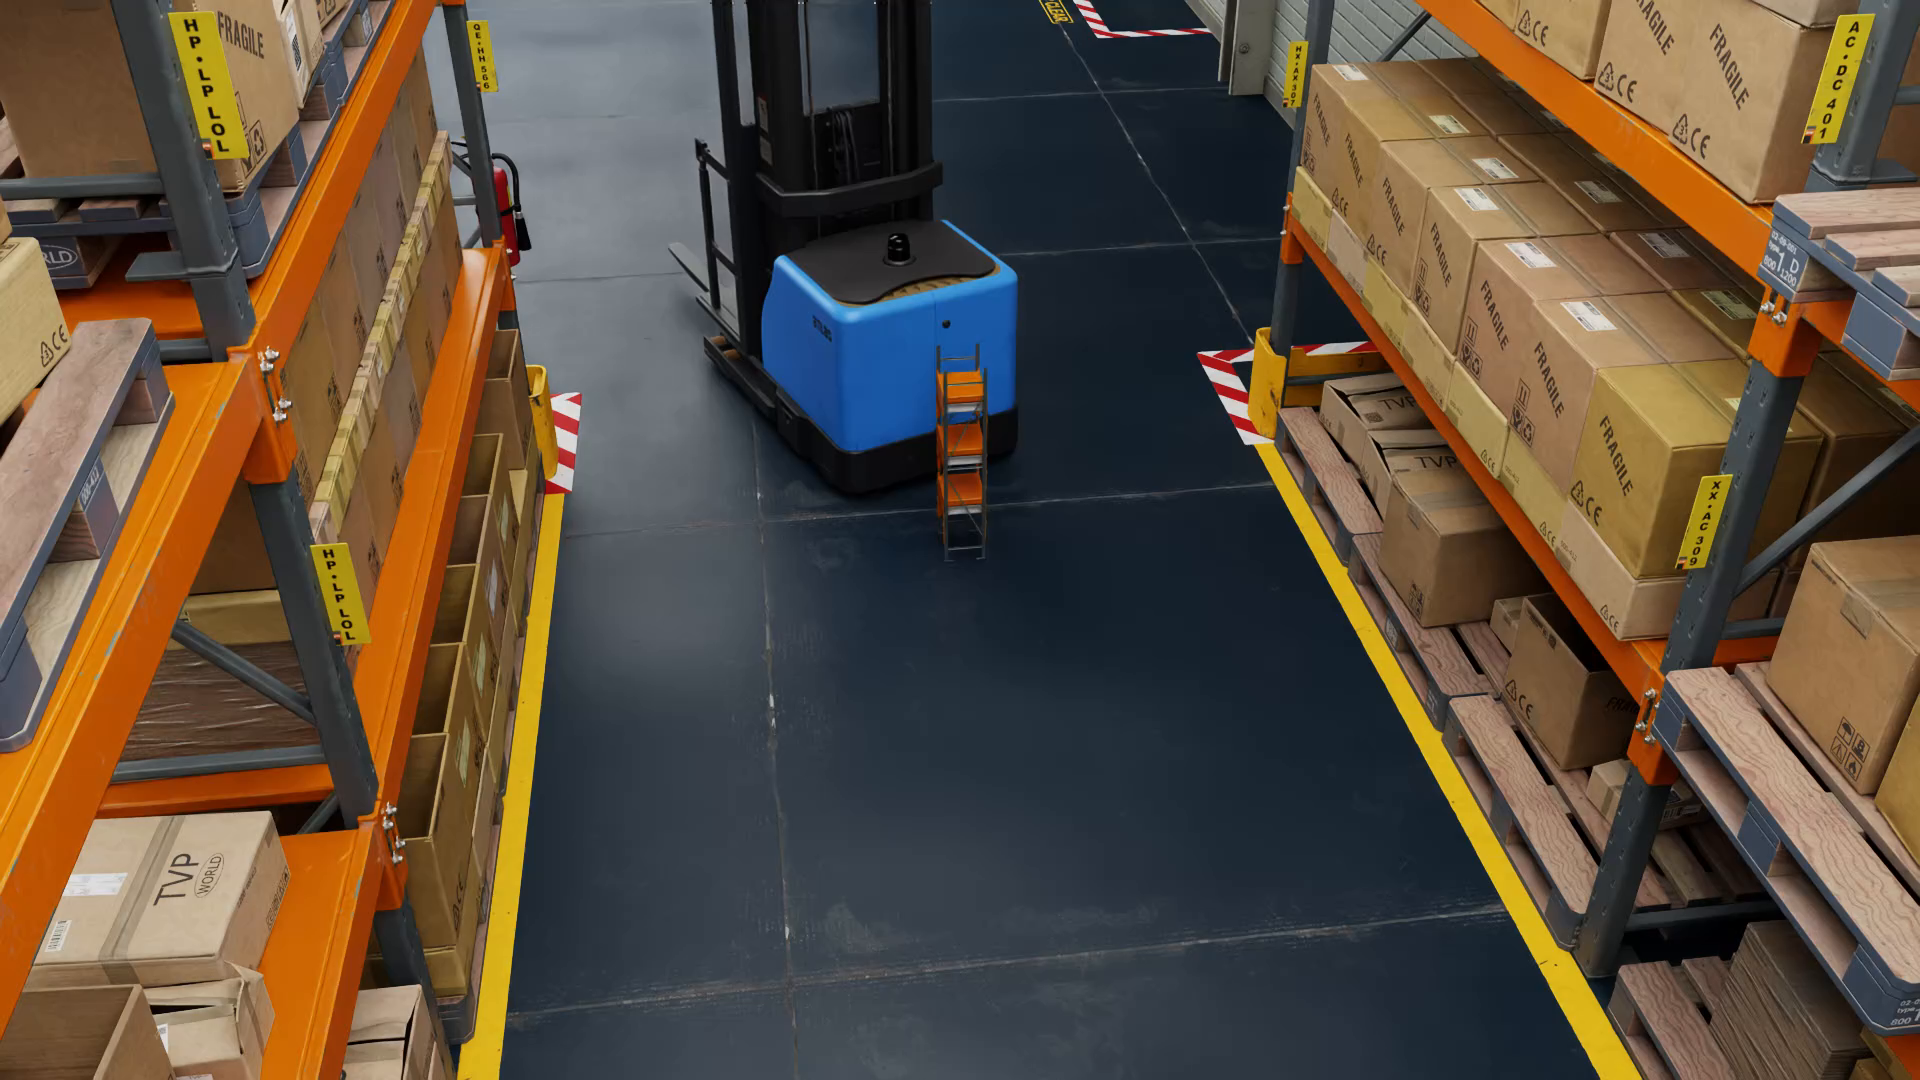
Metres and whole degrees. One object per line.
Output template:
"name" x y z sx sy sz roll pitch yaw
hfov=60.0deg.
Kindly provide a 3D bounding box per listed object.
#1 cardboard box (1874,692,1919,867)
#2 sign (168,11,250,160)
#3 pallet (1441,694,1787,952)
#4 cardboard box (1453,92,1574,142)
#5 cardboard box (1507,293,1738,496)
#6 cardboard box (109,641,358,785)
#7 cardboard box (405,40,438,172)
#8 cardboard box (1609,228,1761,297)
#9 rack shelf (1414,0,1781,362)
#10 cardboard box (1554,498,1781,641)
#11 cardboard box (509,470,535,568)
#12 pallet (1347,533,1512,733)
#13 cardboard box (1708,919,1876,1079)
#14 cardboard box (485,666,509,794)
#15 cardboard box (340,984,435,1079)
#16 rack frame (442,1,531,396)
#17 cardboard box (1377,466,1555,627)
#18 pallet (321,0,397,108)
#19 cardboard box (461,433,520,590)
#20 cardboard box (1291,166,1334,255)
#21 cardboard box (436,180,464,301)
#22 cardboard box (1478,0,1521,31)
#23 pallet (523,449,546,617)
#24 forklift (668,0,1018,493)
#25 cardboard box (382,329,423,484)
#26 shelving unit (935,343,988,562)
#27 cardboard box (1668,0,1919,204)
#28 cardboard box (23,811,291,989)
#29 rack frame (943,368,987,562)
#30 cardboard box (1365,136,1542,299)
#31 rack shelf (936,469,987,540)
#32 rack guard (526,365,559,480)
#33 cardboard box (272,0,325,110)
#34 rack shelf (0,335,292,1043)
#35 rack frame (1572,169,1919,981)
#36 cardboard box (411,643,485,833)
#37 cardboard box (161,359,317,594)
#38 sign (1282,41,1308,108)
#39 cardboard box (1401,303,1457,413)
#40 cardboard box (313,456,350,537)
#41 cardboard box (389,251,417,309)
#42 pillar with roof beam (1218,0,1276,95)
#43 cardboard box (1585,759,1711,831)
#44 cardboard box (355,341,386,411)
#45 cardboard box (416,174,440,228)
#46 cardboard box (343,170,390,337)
"cardboard box" 2.830 0.638 4.171 0.700 0.500 0.500 -1 34 -1
"sign" -1.645 -0.991 3.638 0.100 0.325 0.005 -4 35 -6
"pallet" 2.602 1.042 6.533 1.003 0.211 1.213 -4 35 -6
"cardboard box" 2.521 -1.698 7.527 0.500 0.500 0.500 -4 34 -6
"cardboard box" 2.284 -0.513 5.788 0.500 0.500 0.500 -5 35 -7
"cardboard box" -2.247 0.351 4.983 0.700 0.500 0.500 -5 35 -8
"cardboard box" -2.662 -1.879 7.103 0.700 0.500 0.500 -4 35 -6
"cardboard box" 2.744 -0.840 6.268 0.500 0.500 0.500 -3 34 -5
"rack shelf" 2.458 -1.796 6.198 1.077 0.370 4.000 -4 35 -6
"cardboard box" 2.363 0.074 5.593 0.500 0.250 0.500 -4 35 -6
"cardboard box" -2.275 -0.075 7.766 0.500 0.250 0.500 -4 35 -6
"pallet" 2.434 0.360 7.535 1.003 0.211 1.213 -4 35 -6
"cardboard box" 2.843 1.523 5.181 0.700 0.500 0.500 -3 34 -5
"cardboard box" -2.067 0.761 6.538 0.500 0.250 0.500 -4 35 -6
"cardboard box" -1.842 1.574 4.847 0.500 0.311 0.500 -4 35 -6
"rack frame" -2.719 -1.593 7.924 1.000 3.000 0.127 -4 35 -6
"cardboard box" 2.319 0.005 7.408 0.700 0.500 0.500 -6 35 -9
"pallet" -2.482 -1.717 5.521 1.003 0.211 1.213 -4 35 -6
"cardboard box" -2.203 -0.107 7.146 0.500 0.500 0.500 -4 35 -6
"cardboard box" 1.940 -1.620 8.079 0.500 0.250 0.500 -5 35 -8
"cardboard box" -2.669 -1.373 7.512 0.700 0.500 0.500 -4 35 -6
"cardboard box" 2.190 -2.165 5.993 0.500 0.500 0.500 -2 34 -3
"pallet" -2.575 -0.017 8.088 1.003 0.211 1.213 -4 35 -6
"forklift" -0.844 -2.258 8.961 1.130 2.935 3.031 -17 38 -23
"cardboard box" -2.458 -0.509 6.245 0.700 0.500 0.500 -3 34 -5
"shelving unit" 0.007 -0.404 7.911 0.215 1.050 0.252 -4 35 -6
"cardboard box" 2.414 -1.292 4.712 0.500 0.500 0.500 -3 34 -5
"cardboard box" -2.071 0.973 4.292 0.500 0.250 0.500 -2 34 -3
"rack frame" 0.024 -0.336 7.811 0.200 1.050 0.008 -4 35 -6
"cardboard box" 2.075 -1.372 7.049 0.500 0.500 0.500 -5 35 -8
"rack shelf" 0.007 -0.166 8.073 0.215 0.259 0.240 -4 35 -6
"rack guard" -2.722 -0.573 8.648 1.175 0.500 0.348 -4 35 -6
"cardboard box" -2.060 -1.397 4.555 0.500 0.311 0.500 -6 35 -9
"rack shelf" -1.912 0.813 2.369 1.077 0.370 4.000 -4 35 -6
"rack frame" 2.727 0.262 5.202 1.000 3.000 0.127 -4 35 -6
"cardboard box" -2.008 0.731 5.917 0.500 0.500 0.500 -4 35 -6
"cardboard box" -2.247 -0.185 4.618 0.700 0.500 0.500 -4 34 -6
"sign" 1.652 -2.287 8.173 0.100 0.325 0.005 -4 35 -6
"cardboard box" 2.153 -0.765 6.824 0.500 0.250 0.500 -4 34 -6
"cardboard box" -2.096 -0.119 5.096 0.380 0.149 0.250 -5 35 -8
"cardboard box" -2.303 -0.981 6.361 0.380 0.149 0.250 -3 34 -5
"pillar with roof beam" -1.932 -7.146 10.746 9.100 9.000 0.400 -4 35 -6
"cardboard box" 2.626 0.955 6.311 0.380 0.166 0.250 -9 35 -13
"cardboard box" -2.203 -0.554 5.734 0.380 0.149 0.250 -5 35 -8
"cardboard box" -2.408 -1.415 6.998 0.380 0.149 0.250 -5 35 -7
"cardboard box" -2.449 -1.026 5.851 0.700 0.500 0.500 -4 35 -6
